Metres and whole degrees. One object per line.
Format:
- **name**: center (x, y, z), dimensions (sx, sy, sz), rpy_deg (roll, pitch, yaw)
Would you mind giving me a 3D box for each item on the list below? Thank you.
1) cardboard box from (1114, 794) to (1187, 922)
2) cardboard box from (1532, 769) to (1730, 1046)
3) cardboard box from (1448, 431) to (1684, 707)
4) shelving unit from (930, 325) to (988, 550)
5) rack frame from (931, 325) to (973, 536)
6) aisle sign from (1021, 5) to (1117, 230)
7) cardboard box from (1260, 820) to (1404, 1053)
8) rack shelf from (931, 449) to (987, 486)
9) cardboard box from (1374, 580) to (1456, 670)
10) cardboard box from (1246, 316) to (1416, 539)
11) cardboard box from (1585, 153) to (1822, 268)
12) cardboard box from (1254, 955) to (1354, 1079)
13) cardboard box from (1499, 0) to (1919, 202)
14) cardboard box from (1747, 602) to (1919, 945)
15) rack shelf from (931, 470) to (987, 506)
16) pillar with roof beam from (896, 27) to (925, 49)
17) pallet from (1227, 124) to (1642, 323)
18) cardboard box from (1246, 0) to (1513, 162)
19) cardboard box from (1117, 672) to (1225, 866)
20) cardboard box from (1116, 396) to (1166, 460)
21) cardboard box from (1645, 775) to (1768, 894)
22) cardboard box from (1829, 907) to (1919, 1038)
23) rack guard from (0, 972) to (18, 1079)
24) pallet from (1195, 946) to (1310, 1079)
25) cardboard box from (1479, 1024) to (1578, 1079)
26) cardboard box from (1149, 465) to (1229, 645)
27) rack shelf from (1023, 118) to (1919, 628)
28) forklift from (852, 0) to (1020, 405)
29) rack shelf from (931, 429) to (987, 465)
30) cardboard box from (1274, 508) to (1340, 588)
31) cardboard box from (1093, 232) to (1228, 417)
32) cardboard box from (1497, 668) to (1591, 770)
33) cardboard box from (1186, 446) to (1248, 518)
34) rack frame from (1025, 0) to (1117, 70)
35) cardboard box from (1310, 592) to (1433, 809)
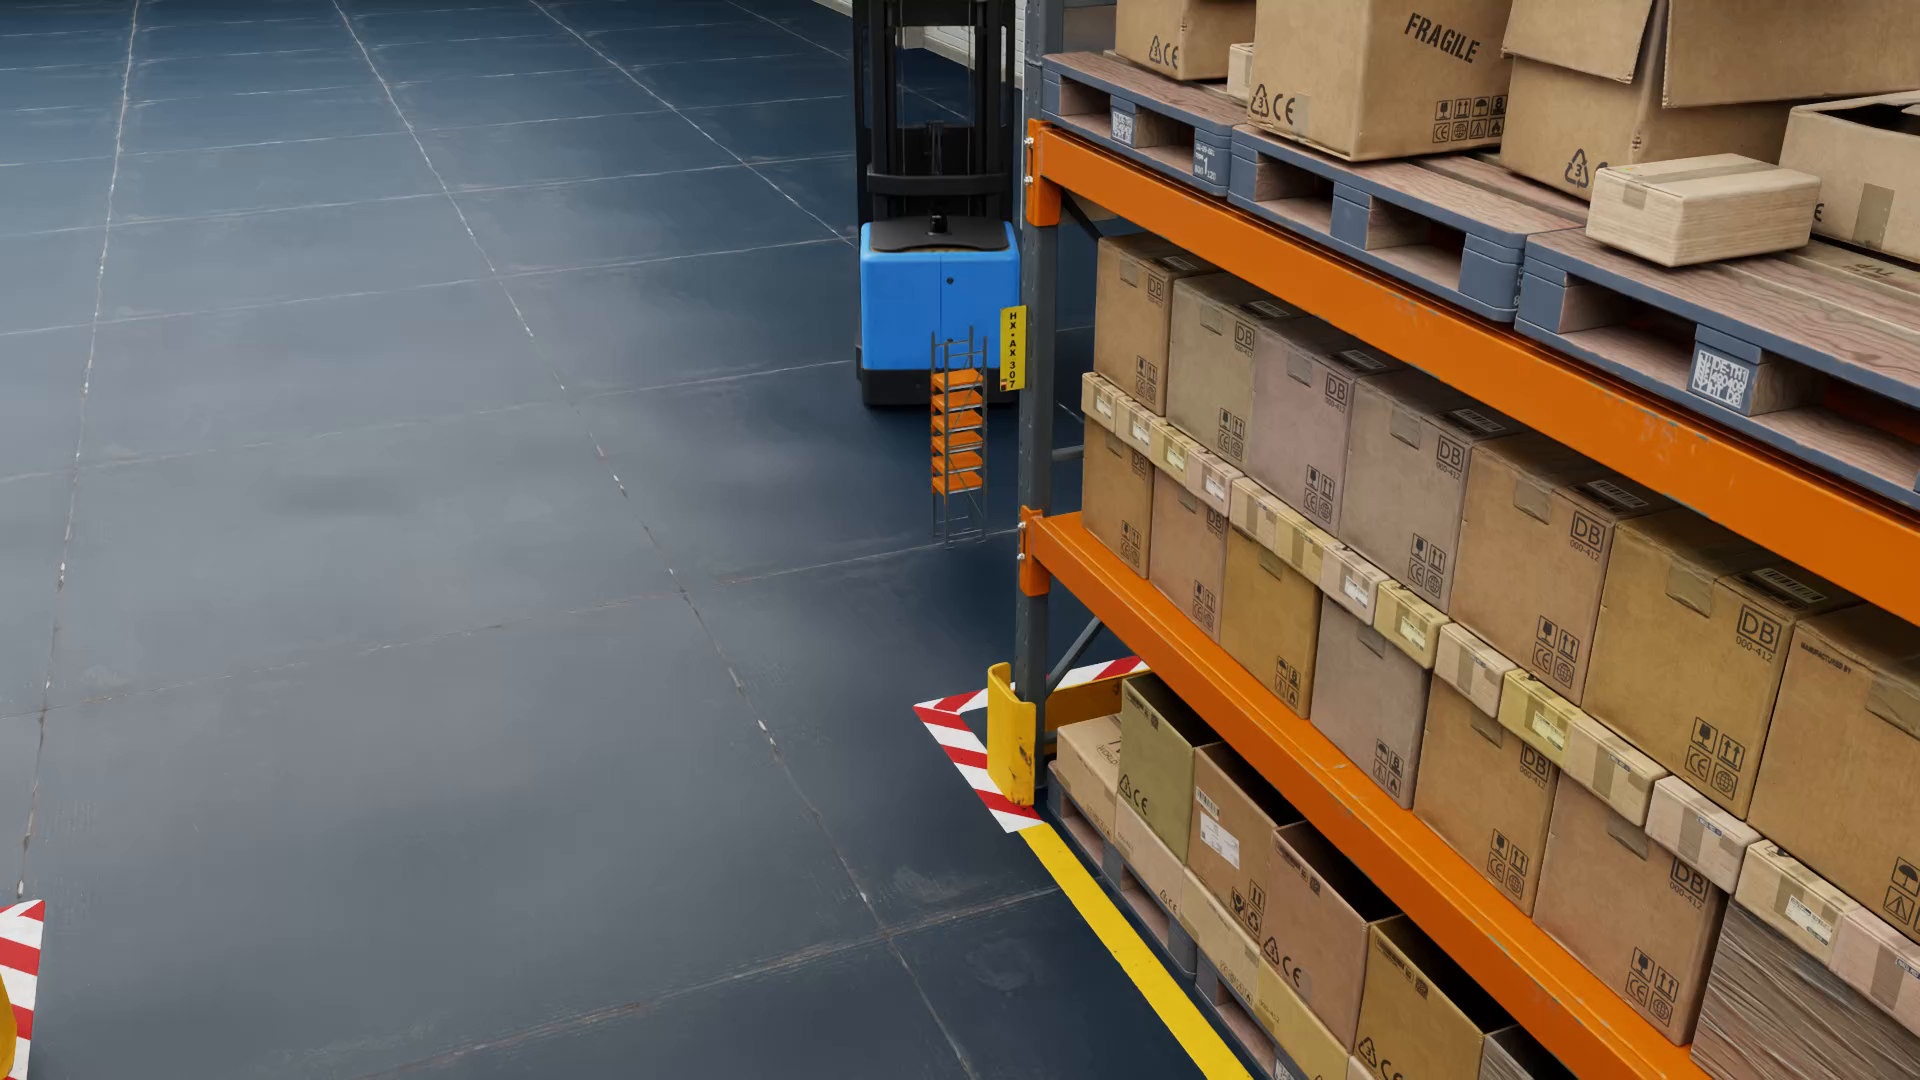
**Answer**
- **cardboard box**: center (0.916, 1.119, 6.195), dimensions (0.500, 0.250, 0.500), rpy_deg (-11, 28, -21)
- **cardboard box**: center (1.886, 0.796, 4.086), dimensions (0.700, 0.500, 0.500), rpy_deg (-11, 28, -21)
- **cardboard box**: center (1.704, 0.019, 4.200), dimensions (0.700, 0.500, 0.500), rpy_deg (-11, 28, -21)
- **shelving unit**: center (-0.006, -0.545, 8.999), dimensions (0.258, 1.200, 0.189), rpy_deg (-11, 28, -21)
- **rack frame**: center (-0.042, -0.582, 9.074), dimensions (0.240, 1.200, 0.006), rpy_deg (-11, 28, -21)
- **aisle sign**: center (0.404, -1.526, 5.993), dimensions (0.394, 0.787, 0.004), rpy_deg (-11, 28, -21)
- **cardboard box**: center (1.302, 1.187, 5.201), dimensions (0.500, 0.500, 0.500), rpy_deg (-11, 28, -21)
- **rack shelf**: center (-0.006, -0.397, 9.071), dimensions (0.258, 0.103, 0.180), rpy_deg (-11, 28, -21)
- **cardboard box**: center (1.372, 0.202, 4.564), dimensions (0.380, 0.149, 0.250), rpy_deg (-10, 28, -19)
- **cardboard box**: center (1.312, -0.385, 5.027), dimensions (0.700, 0.500, 0.500), rpy_deg (-10, 28, -20)
- **cardboard box**: center (1.554, -0.696, 3.485), dimensions (0.380, 0.149, 0.250), rpy_deg (-11, 28, -21)
- **cardboard box**: center (1.303, 1.524, 5.366), dimensions (0.500, 0.250, 0.500), rpy_deg (-11, 28, -21)
- **cardboard box**: center (1.749, -1.101, 3.912), dimensions (0.797, 0.503, 0.637), rpy_deg (-7, 27, -15)
- **cardboard box**: center (2.098, 0.425, 3.368), dimensions (0.700, 0.500, 0.500), rpy_deg (-10, 28, -20)
- **rack shelf**: center (-0.006, -0.289, 9.124), dimensions (0.258, 0.103, 0.180), rpy_deg (-11, 28, -21)
- **pillar with roof beam**: center (-4.672, -10.325, 20.141), dimensions (9.100, 9.000, 0.400), rpy_deg (-11, 28, -21)
- **pallet**: center (1.446, -0.909, 4.375), dimensions (1.003, 0.211, 1.213), rpy_deg (-11, 28, -21)
- **cardboard box**: center (1.110, -1.311, 4.345), dimensions (0.500, 0.500, 0.500), rpy_deg (-11, 28, -21)
- **cardboard box**: center (0.914, 0.782, 6.029), dimensions (0.500, 0.500, 0.500), rpy_deg (-11, 28, -21)
- **cardboard box**: center (0.773, -0.419, 5.835), dimensions (0.380, 0.149, 0.250), rpy_deg (-11, 28, -22)
- **cardboard box**: center (1.774, 0.616, 3.716), dimensions (0.380, 0.149, 0.250), rpy_deg (-11, 28, -22)
- **cardboard box**: center (1.974, 0.822, 3.295), dimensions (0.380, 0.149, 0.250), rpy_deg (-11, 28, -21)
- **rack guard**: center (-3.775, 1.612, 5.379), dimensions (1.175, 0.500, 0.348), rpy_deg (-11, 28, -21)
- **pallet**: center (1.523, 1.662, 5.604), dimensions (1.003, 0.211, 1.213), rpy_deg (-11, 28, -21)
- **cardboard box**: center (1.710, 1.587, 4.381), dimensions (0.500, 0.500, 0.500), rpy_deg (-11, 28, -21)
- **cardboard box**: center (1.093, -0.027, 5.772), dimensions (0.700, 0.500, 0.500), rpy_deg (-10, 28, -19)
- **rack shelf**: center (1.495, -0.601, 4.463), dimensions (1.077, 0.370, 4.000), rpy_deg (-11, 28, -21)
- **forklift**: center (-0.184, -2.809, 11.663), dimensions (1.130, 2.935, 3.031), rpy_deg (-1, 26, -2)
- **rack shelf**: center (-0.006, -0.505, 9.018), dimensions (0.258, 0.103, 0.180), rpy_deg (-11, 28, -21)
- **cardboard box**: center (1.173, -0.005, 4.989), dimensions (0.380, 0.149, 0.250), rpy_deg (-11, 28, -21)
- **cardboard box**: center (0.903, -0.800, 5.876), dimensions (0.700, 0.500, 0.500), rpy_deg (-10, 28, -20)
- **cardboard box**: center (1.577, 0.411, 4.137), dimensions (0.380, 0.149, 0.250), rpy_deg (-11, 28, -21)
- **cardboard box**: center (0.966, -0.216, 5.419), dimensions (0.380, 0.149, 0.250), rpy_deg (-11, 28, -21)
- **rack frame**: center (0.711, -3.080, 5.301), dimensions (1.000, 3.000, 0.127), rpy_deg (-11, 28, -21)
- **cardboard box**: center (1.491, 0.386, 4.926), dimensions (0.700, 0.500, 0.500), rpy_deg (-10, 28, -19)
